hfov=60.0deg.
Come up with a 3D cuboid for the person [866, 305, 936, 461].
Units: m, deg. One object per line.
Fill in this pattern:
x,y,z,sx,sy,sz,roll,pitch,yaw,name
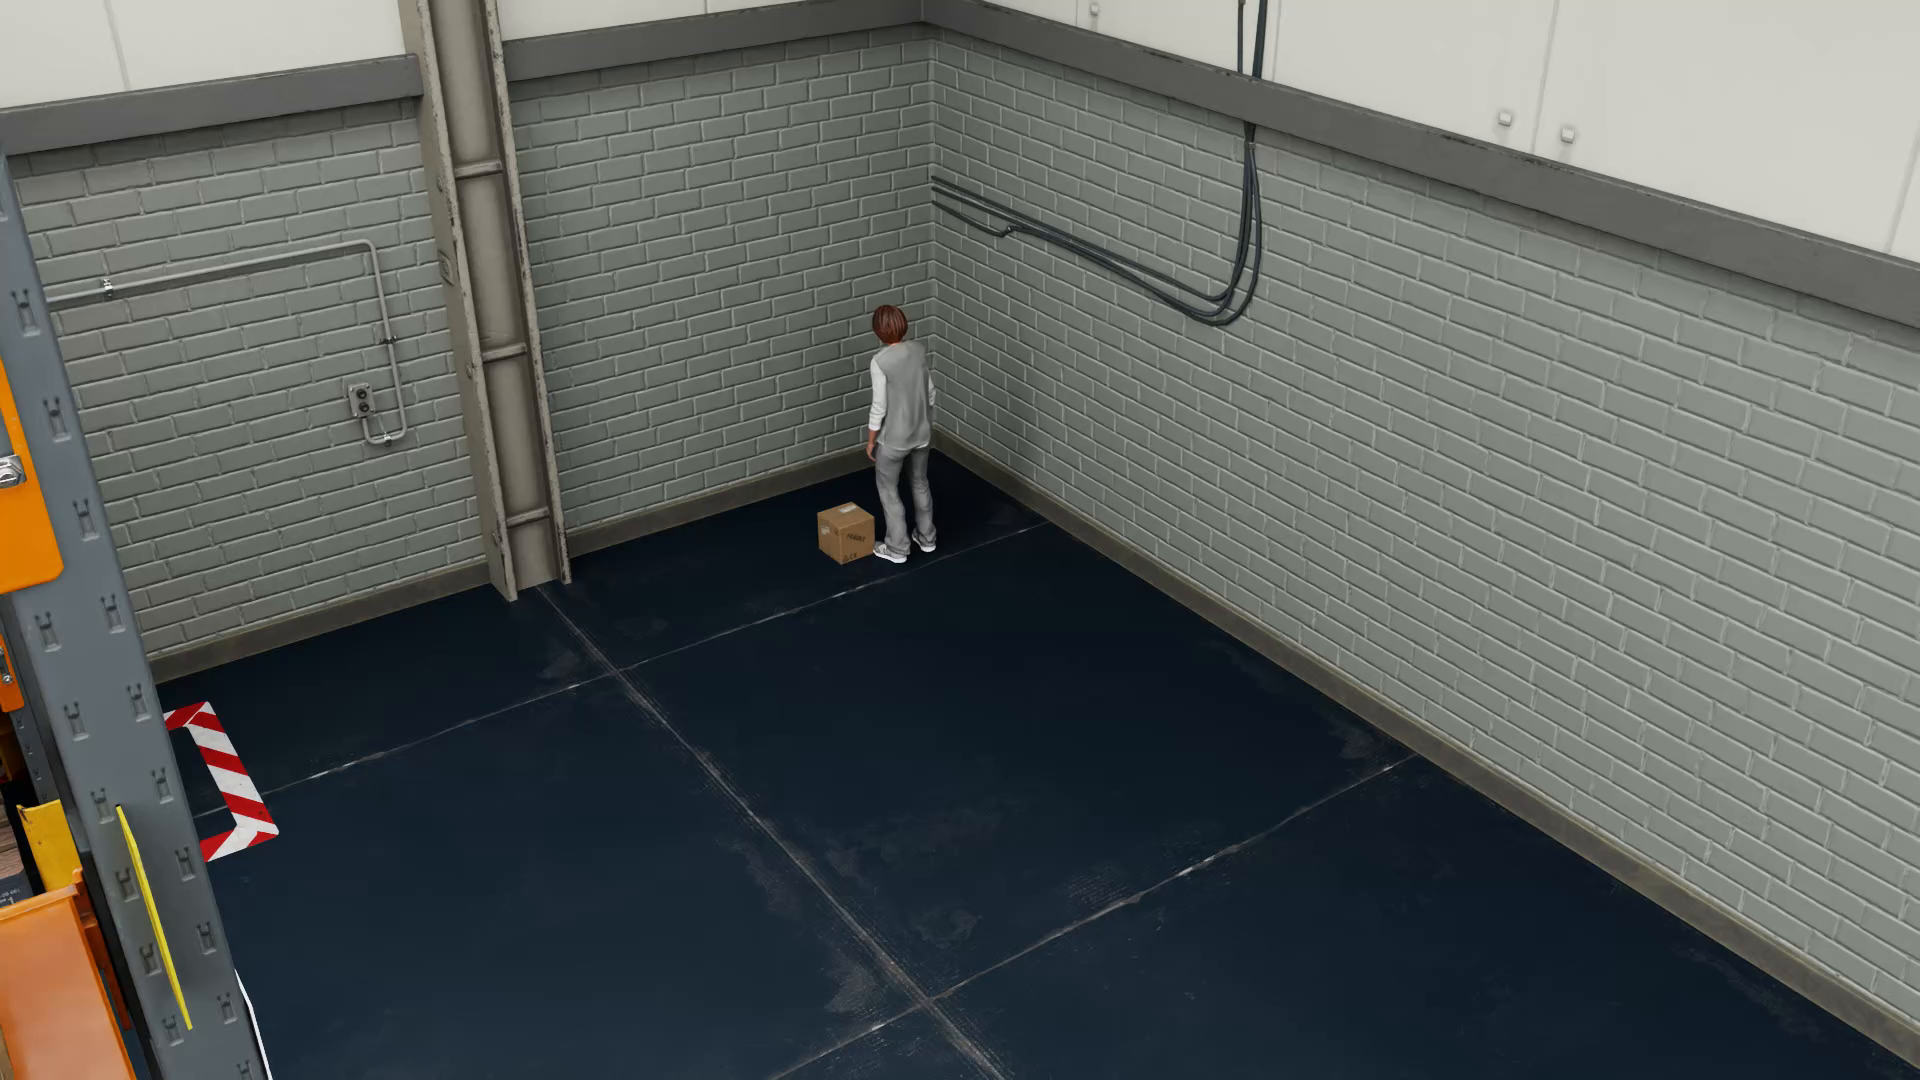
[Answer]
-0.354,-0.908,9.575,0.464,0.912,0.330,-21,35,-33,person
